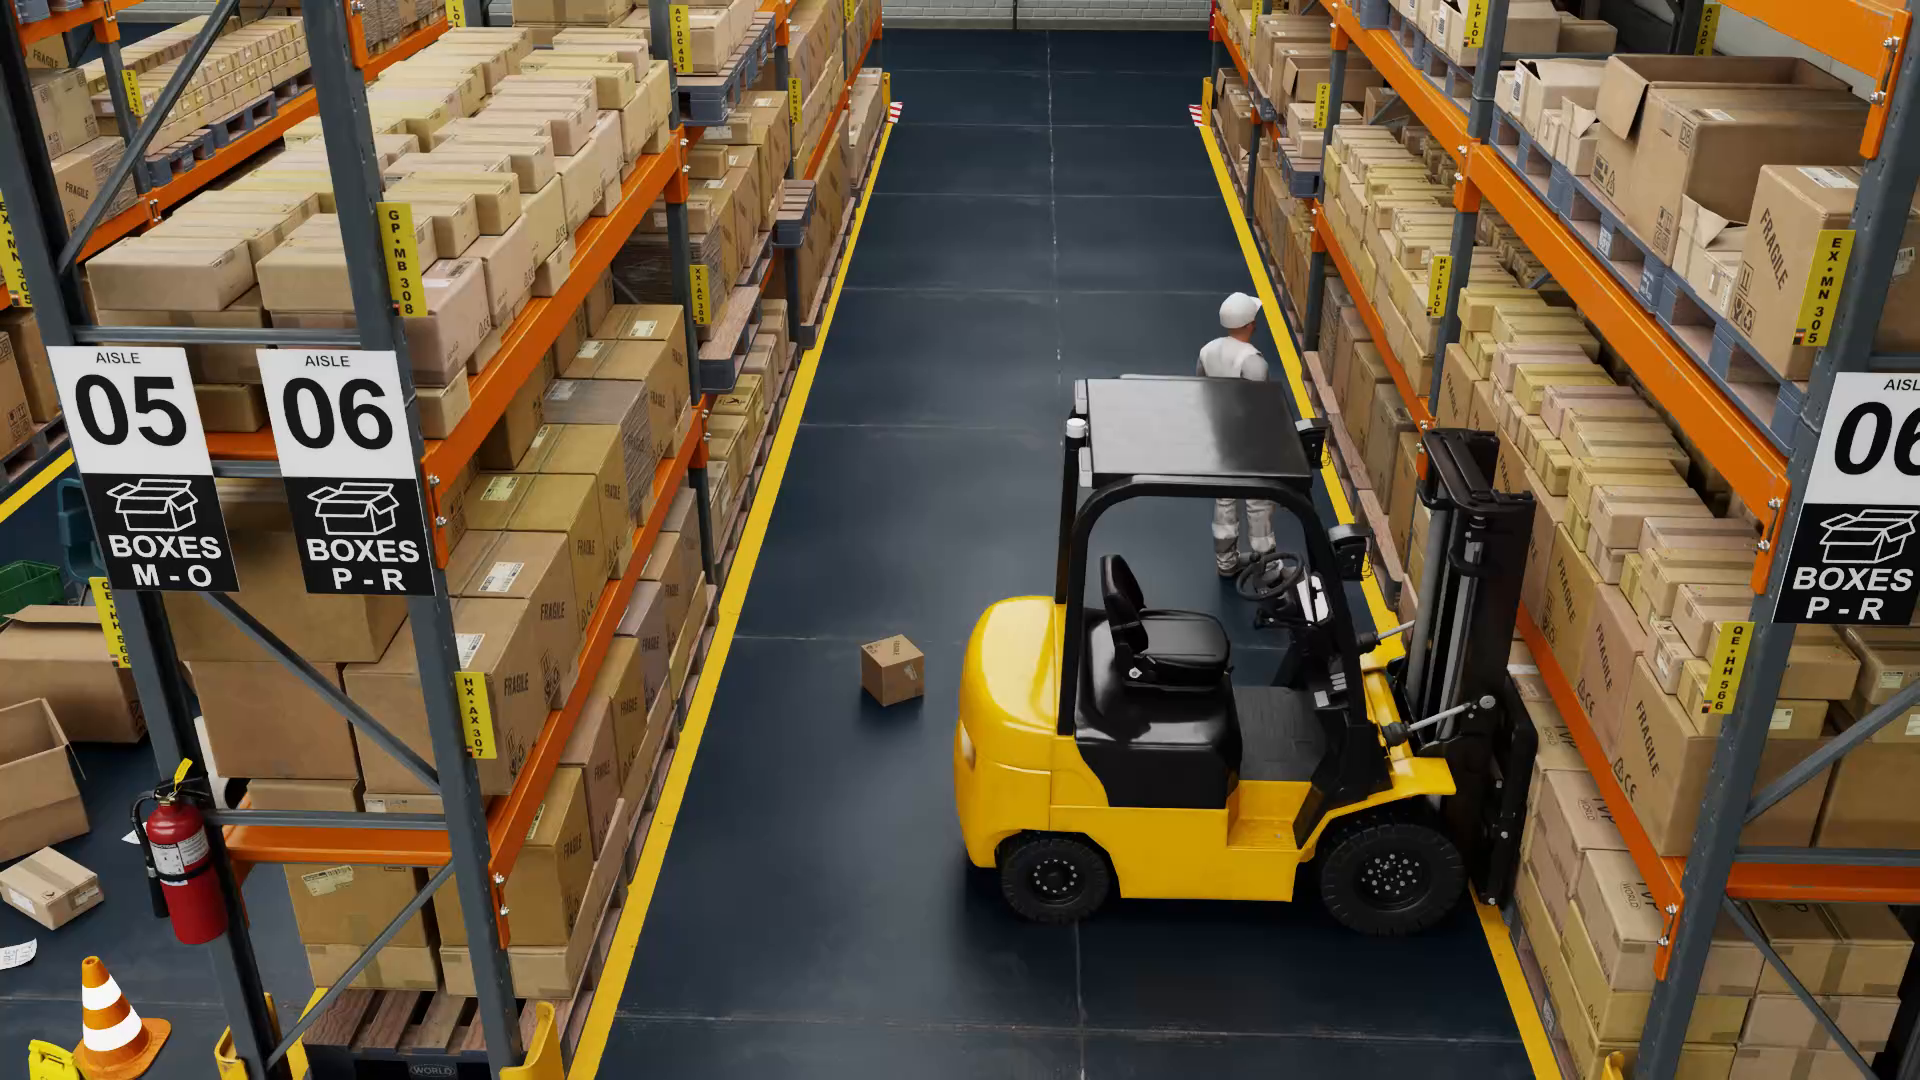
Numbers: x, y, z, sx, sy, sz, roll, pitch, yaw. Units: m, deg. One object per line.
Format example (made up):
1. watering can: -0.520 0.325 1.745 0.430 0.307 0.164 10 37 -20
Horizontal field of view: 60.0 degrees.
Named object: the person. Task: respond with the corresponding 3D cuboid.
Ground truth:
1. person: 1.697 -0.599 9.714 0.564 1.789 0.637 -17 32 -30
